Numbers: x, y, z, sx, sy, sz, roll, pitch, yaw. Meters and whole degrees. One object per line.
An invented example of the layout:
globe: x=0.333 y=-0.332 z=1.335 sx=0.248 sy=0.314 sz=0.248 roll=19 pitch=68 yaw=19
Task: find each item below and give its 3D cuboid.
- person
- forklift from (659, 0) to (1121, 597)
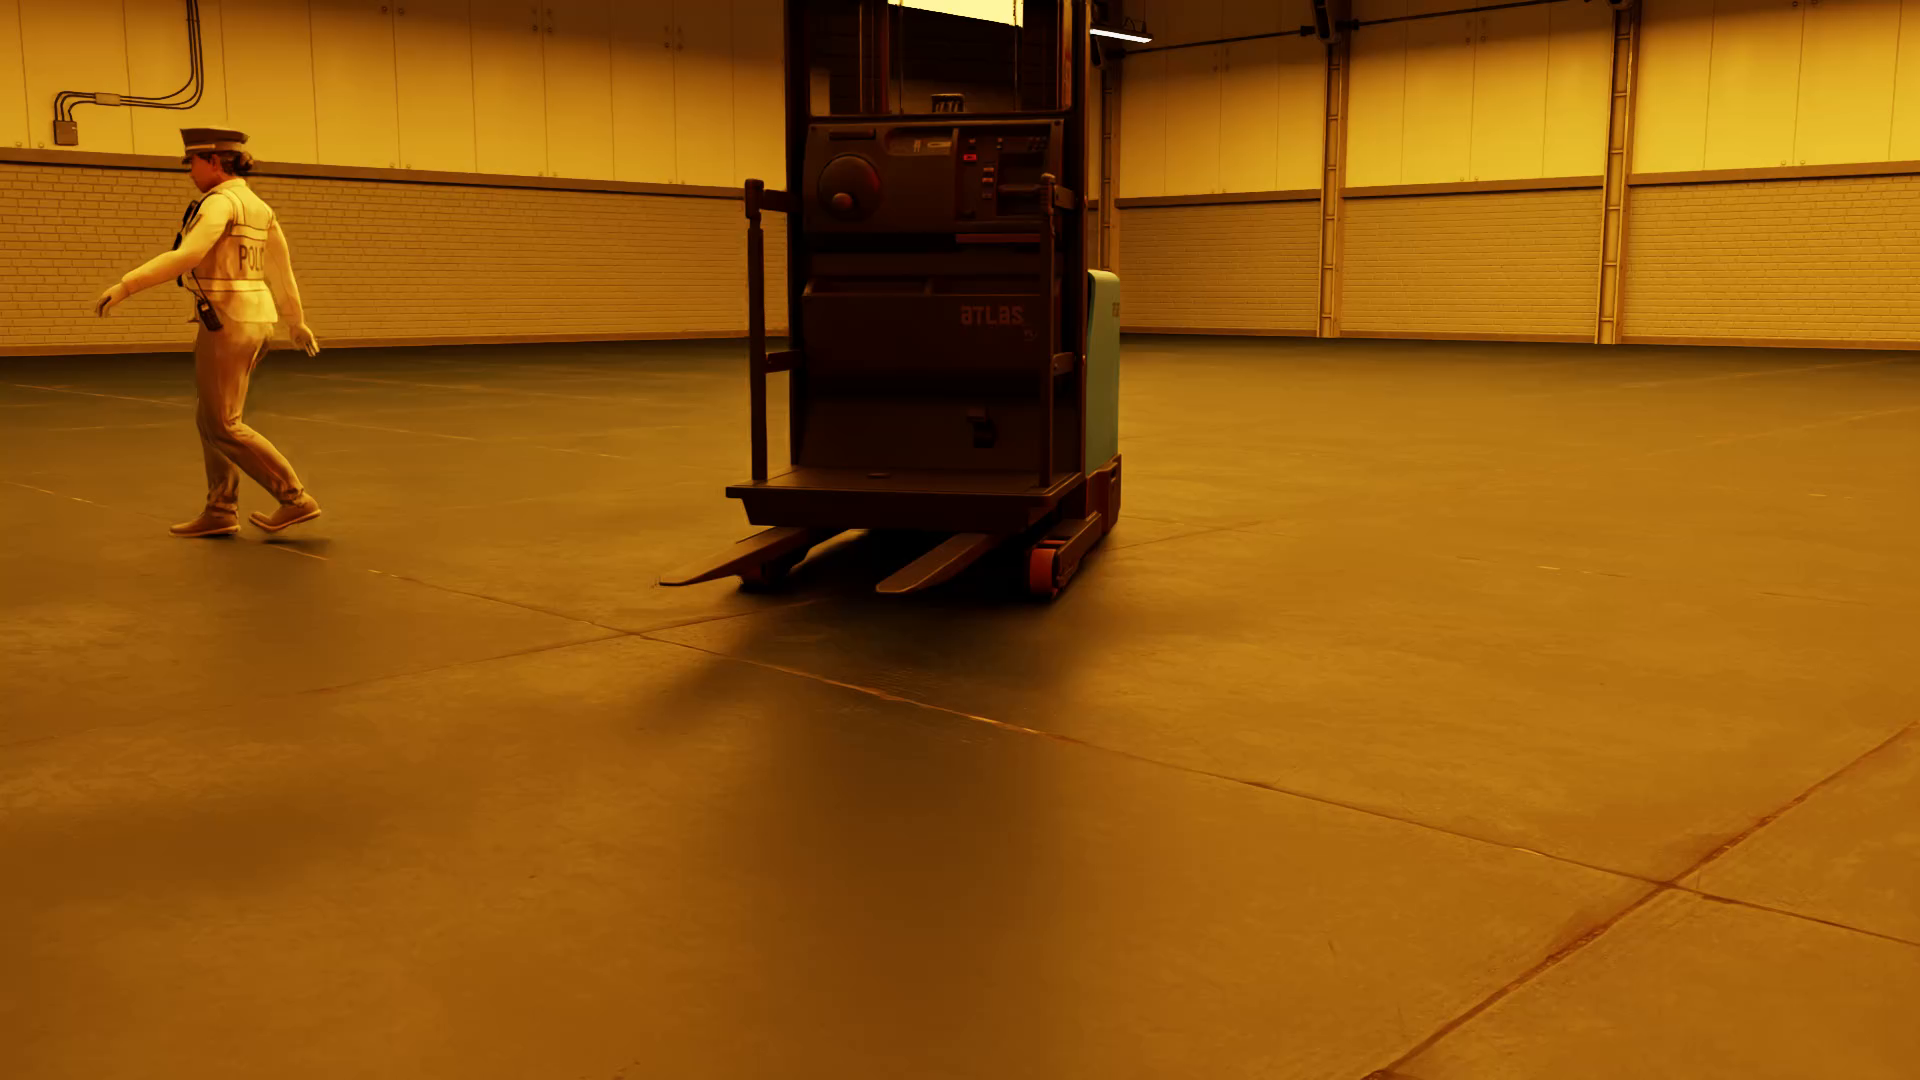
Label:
person: x=-2.938 y=-0.822 z=6.699 sx=0.710 sy=1.651 sz=0.855 roll=0 pitch=9 yaw=-3
forklift: x=-0.143 y=-1.322 z=5.651 sx=1.130 sy=2.935 sz=3.031 roll=2 pitch=9 yaw=13
